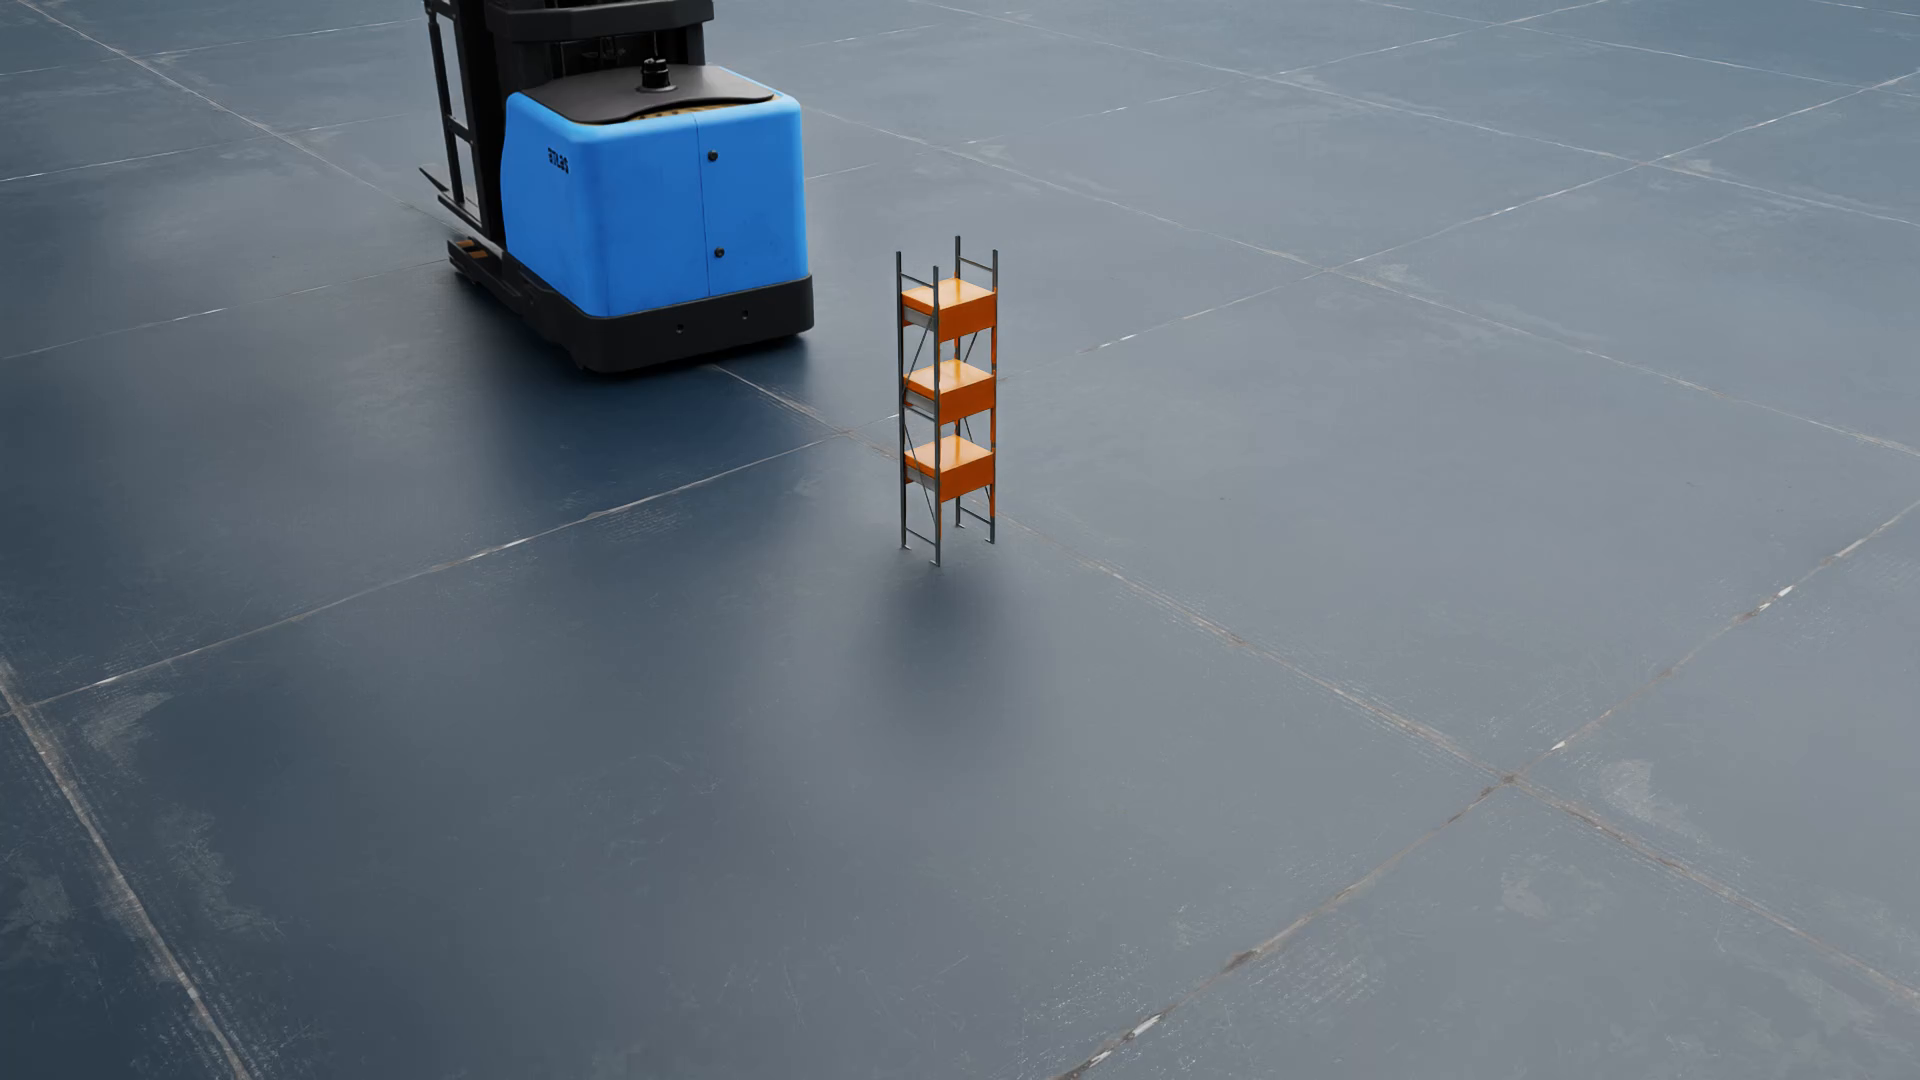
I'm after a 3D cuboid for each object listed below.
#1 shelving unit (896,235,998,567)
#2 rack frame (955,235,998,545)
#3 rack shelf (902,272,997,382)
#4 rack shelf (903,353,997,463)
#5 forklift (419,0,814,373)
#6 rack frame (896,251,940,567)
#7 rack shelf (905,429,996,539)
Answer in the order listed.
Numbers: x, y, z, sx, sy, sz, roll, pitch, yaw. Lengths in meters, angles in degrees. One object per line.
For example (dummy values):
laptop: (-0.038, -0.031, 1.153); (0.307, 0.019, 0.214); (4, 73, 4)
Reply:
shelving unit: (-0.041, -0.447, 5.472); (0.252, 1.050, 0.215); (-22, 35, -35)
rack frame: (0.052, -0.484, 5.542); (0.008, 1.050, 0.200); (-22, 35, -35)
rack shelf: (-0.041, -0.688, 5.343); (0.240, 0.259, 0.215); (-22, 35, -35)
rack shelf: (-0.041, -0.437, 5.477); (0.240, 0.259, 0.215); (-22, 35, -35)
forklift: (-1.865, -2.636, 7.572); (1.130, 2.935, 3.031); (-17, 32, -28)
rack frame: (-0.134, -0.409, 5.402); (0.008, 1.050, 0.200); (-22, 35, -35)
rack shelf: (-0.041, -0.192, 5.608); (0.240, 0.259, 0.215); (-22, 35, -35)
